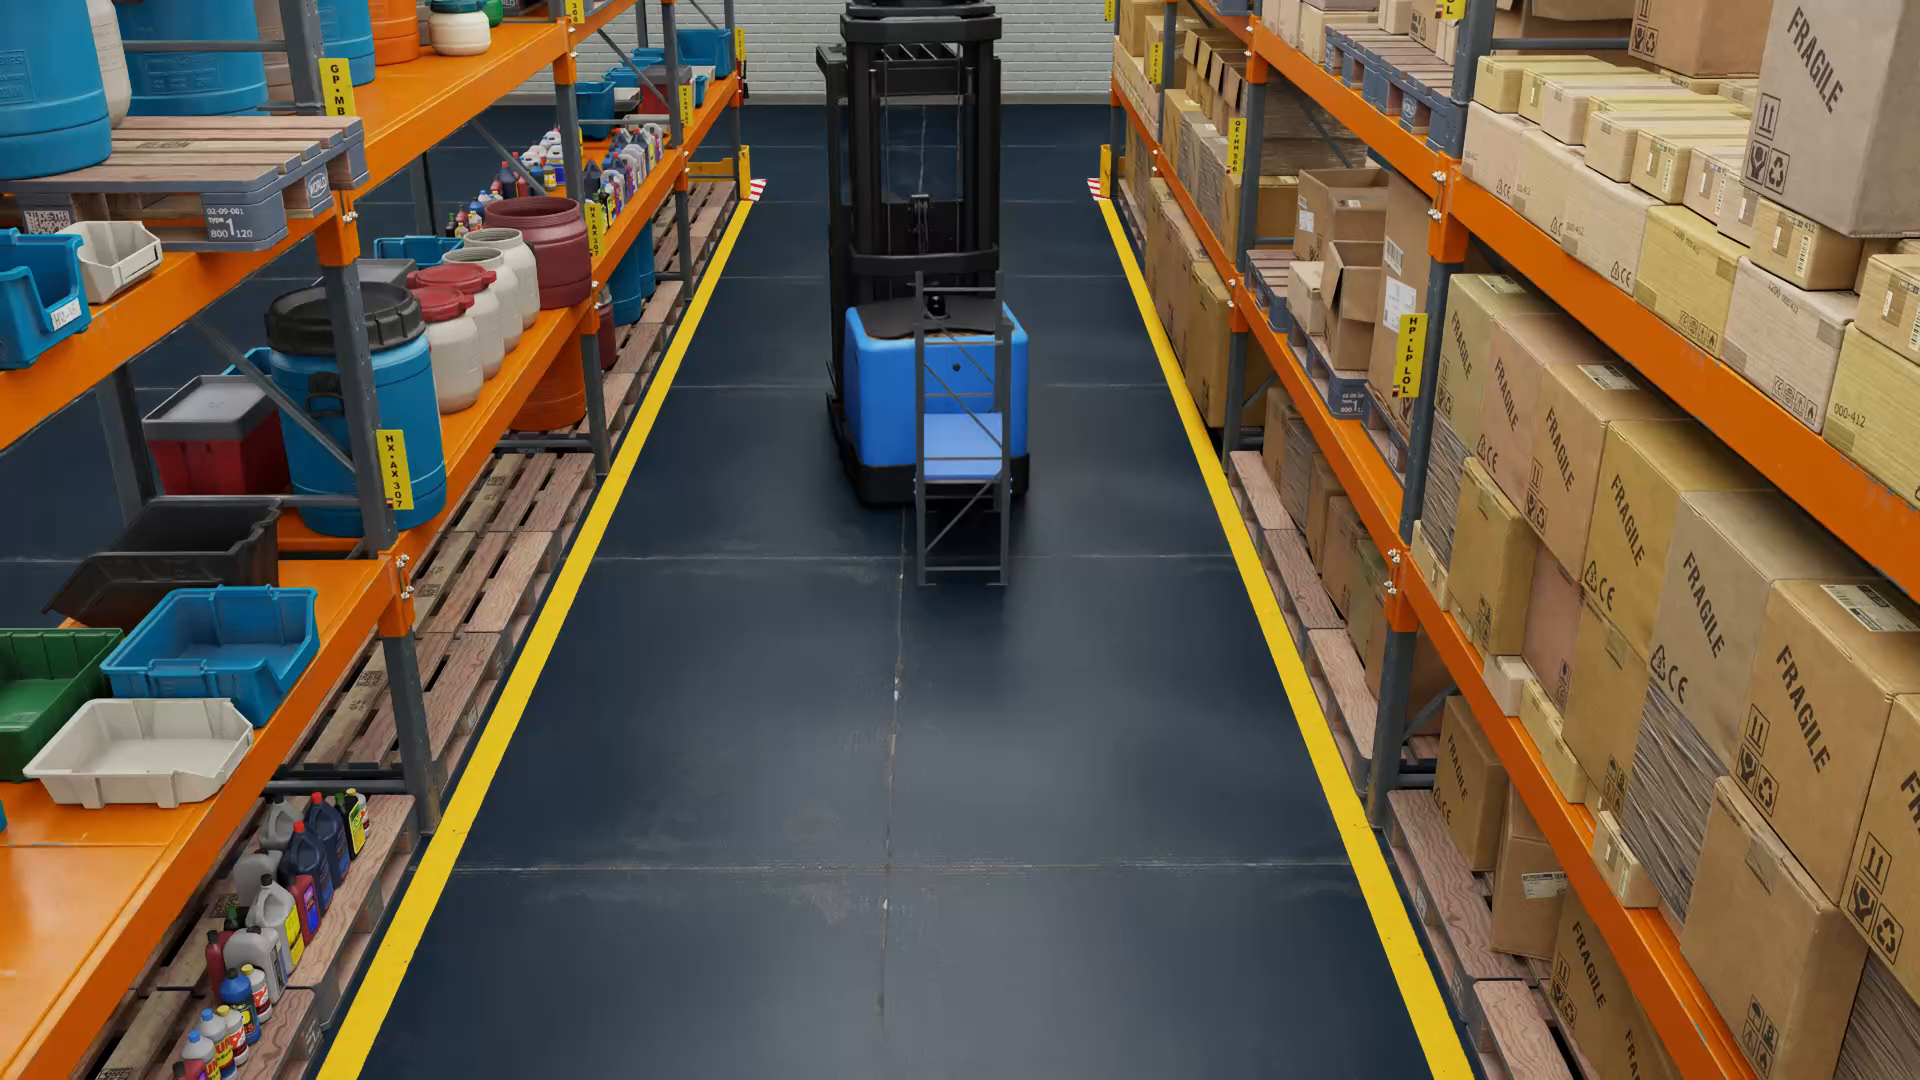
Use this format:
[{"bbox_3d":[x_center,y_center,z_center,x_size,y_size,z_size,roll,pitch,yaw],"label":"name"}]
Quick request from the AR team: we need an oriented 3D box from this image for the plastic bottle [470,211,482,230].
[{"bbox_3d":[-3.174,-2.049,10.882,0.097,0.201,0.097,0,24,0],"label":"plastic bottle"}]

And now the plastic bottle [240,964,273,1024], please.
[{"bbox_3d":[-2.386,1.523,5.605,0.097,0.201,0.097,0,24,0],"label":"plastic bottle"}]

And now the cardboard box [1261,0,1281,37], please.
[{"bbox_3d":[1.947,-2.918,9.103,0.500,0.250,0.500,0,24,0],"label":"cardboard box"}]

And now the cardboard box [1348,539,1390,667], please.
[{"bbox_3d":[2.268,0.323,7.896,0.700,0.500,0.500,0,24,-1],"label":"cardboard box"}]

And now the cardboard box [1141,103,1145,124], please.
[{"bbox_3d":[1.813,-3.790,14.795,0.380,0.149,0.250,0,24,0],"label":"cardboard box"}]

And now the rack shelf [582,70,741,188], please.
[{"bbox_3d":[-2.822,-3.937,15.687,1.077,0.370,4.000,0,24,-1],"label":"rack shelf"}]

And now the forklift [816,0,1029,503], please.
[{"bbox_3d":[-0.330,-2.136,10.915,1.130,2.935,3.031,-4,25,-9],"label":"forklift"}]

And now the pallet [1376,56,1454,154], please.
[{"bbox_3d":[2.339,-1.702,6.461,1.213,0.211,1.003,0,24,-1],"label":"pallet"}]

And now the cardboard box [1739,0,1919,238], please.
[{"bbox_3d":[2.013,-0.931,3.439,0.500,0.500,0.500,0,24,-1],"label":"cardboard box"}]

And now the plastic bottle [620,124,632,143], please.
[{"bbox_3d":[-2.607,-3.040,12.891,0.144,0.351,0.185,0,24,-1],"label":"plastic bottle"}]

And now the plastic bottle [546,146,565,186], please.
[{"bbox_3d":[-3.014,-2.810,12.474,0.152,0.276,0.135,0,24,-1],"label":"plastic bottle"}]

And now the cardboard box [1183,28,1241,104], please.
[{"bbox_3d":[2.167,-3.702,12.957,0.797,0.503,0.637,-1,24,-2],"label":"cardboard box"}]

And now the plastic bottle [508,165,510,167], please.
[{"bbox_3d":[-3.204,-2.506,11.792,0.061,0.283,0.133,0,24,-1],"label":"plastic bottle"}]

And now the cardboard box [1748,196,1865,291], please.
[{"bbox_3d":[1.961,-0.647,3.599,0.380,0.149,0.250,-1,24,-3],"label":"cardboard box"}]

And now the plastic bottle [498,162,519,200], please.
[{"bbox_3d":[-3.160,-2.471,11.633,0.144,0.351,0.185,0,24,-1],"label":"plastic bottle"}]

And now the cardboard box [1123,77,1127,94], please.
[{"bbox_3d":[1.796,-4.425,16.199,0.380,0.149,0.250,-1,24,-2],"label":"cardboard box"}]

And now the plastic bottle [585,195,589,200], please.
[{"bbox_3d":[-2.478,-2.151,11.023,0.097,0.271,0.097,0,24,0],"label":"plastic bottle"}]

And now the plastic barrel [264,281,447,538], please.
[{"bbox_3d":[-2.414,-0.533,6.679,0.600,0.901,0.708,0,24,-1],"label":"plastic barrel"}]

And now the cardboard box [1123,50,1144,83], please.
[{"bbox_3d":[1.858,-4.558,16.008,0.500,0.250,0.500,-1,24,-2],"label":"cardboard box"}]

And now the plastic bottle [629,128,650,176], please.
[{"bbox_3d":[-2.461,-2.964,12.724,0.144,0.351,0.185,0,24,-1],"label":"plastic bottle"}]

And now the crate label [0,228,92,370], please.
[{"bbox_3d":[-2.360,-0.567,3.905,0.502,0.251,0.408,0,24,-1],"label":"crate label"}]

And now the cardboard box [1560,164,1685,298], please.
[{"bbox_3d":[1.994,-0.855,4.542,0.500,0.250,0.500,-1,24,-3],"label":"cardboard box"}]

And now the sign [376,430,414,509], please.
[{"bbox_3d":[-2.163,-0.268,6.366,0.100,0.325,0.005,0,24,-1],"label":"sign"}]

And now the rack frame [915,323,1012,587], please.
[{"bbox_3d":[0.016,-0.432,8.885,0.500,1.500,0.032,0,24,-1],"label":"rack frame"}]

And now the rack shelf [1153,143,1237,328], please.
[{"bbox_3d":[2.174,-2.311,12.092,1.077,0.370,4.000,0,24,-1],"label":"rack shelf"}]

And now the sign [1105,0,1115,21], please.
[{"bbox_3d":[1.554,-5.541,17.215,0.100,0.325,0.005,0,24,-1],"label":"sign"}]

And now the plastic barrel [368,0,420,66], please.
[{"bbox_3d":[-2.958,-2.745,8.019,0.600,0.830,0.708,0,24,-1],"label":"plastic barrel"}]

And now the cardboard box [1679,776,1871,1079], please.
[{"bbox_3d":[2.179,0.869,3.706,0.875,0.500,0.500,0,24,-1],"label":"cardboard box"}]

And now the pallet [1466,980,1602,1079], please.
[{"bbox_3d":[2.298,1.885,5.326,1.003,0.211,1.213,0,24,-1],"label":"pallet"}]

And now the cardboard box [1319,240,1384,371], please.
[{"bbox_3d":[2.128,-1.118,7.948,0.797,0.503,0.637,2,24,5],"label":"cardboard box"}]

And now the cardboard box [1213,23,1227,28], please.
[{"bbox_3d":[2.403,-4.070,14.020,0.500,0.500,0.500,0,24,-1],"label":"cardboard box"}]

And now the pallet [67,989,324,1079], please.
[{"bbox_3d":[-2.731,1.908,5.276,1.003,0.211,1.213,0,24,-1],"label":"pallet"}]

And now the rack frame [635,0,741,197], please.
[{"bbox_3d":[-2.844,-5.088,17.361,1.000,3.000,0.127,0,24,-1],"label":"rack frame"}]

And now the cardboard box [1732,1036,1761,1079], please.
[{"bbox_3d":[2.030,1.171,3.825,0.380,0.149,0.250,0,24,-1],"label":"cardboard box"}]

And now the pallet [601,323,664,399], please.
[{"bbox_3d":[-2.817,-1.348,12.473,1.003,0.211,1.213,0,24,-1],"label":"pallet"}]

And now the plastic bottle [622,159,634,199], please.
[{"bbox_3d":[-2.411,-2.622,12.048,0.061,0.283,0.133,0,24,-1],"label":"plastic bottle"}]

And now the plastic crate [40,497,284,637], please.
[{"bbox_3d":[-2.835,0.101,5.962,0.767,0.338,0.504,0,24,-1],"label":"plastic crate"}]

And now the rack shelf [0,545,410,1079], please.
[{"bbox_3d":[-2.691,1.008,4.754,1.077,0.370,4.000,0,24,-1],"label":"rack shelf"}]

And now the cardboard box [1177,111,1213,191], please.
[{"bbox_3d":[1.919,-2.904,12.410,0.500,0.500,0.500,-1,24,-2],"label":"cardboard box"}]

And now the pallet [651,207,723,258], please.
[{"bbox_3d":[-2.863,-2.976,16.075,1.003,0.211,1.213,0,24,-1],"label":"pallet"}]

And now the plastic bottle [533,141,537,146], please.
[{"bbox_3d":[-3.213,-2.868,12.593,0.061,0.283,0.133,0,24,-1],"label":"plastic bottle"}]

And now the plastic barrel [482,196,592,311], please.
[{"bbox_3d":[-2.449,-1.664,9.624,0.600,0.536,0.708,0,24,-1],"label":"plastic barrel"}]

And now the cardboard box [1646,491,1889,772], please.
[{"bbox_3d":[2.016,0.208,3.954,0.500,0.500,0.500,0,24,-1],"label":"cardboard box"}]

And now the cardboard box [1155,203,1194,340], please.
[{"bbox_3d":[2.190,-2.054,12.720,1.225,0.875,0.875,-1,24,-2],"label":"cardboard box"}]

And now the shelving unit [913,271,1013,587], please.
[{"bbox_3d":[0.006,-0.641,9.348,0.538,1.500,1.048,0,24,-1],"label":"shelving unit"}]

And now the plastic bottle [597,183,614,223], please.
[{"bbox_3d":[-2.421,-2.302,11.355,0.097,0.271,0.097,0,24,0],"label":"plastic bottle"}]

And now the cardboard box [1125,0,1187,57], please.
[{"bbox_3d":[1.861,-4.901,15.858,0.500,0.500,0.500,-1,24,-2],"label":"cardboard box"}]

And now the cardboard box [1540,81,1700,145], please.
[{"bbox_3d":[1.988,-1.289,5.018,0.380,0.149,0.250,0,24,0],"label":"cardboard box"}]

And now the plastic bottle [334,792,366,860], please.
[{"bbox_3d":[-2.378,1.090,6.462,0.061,0.283,0.133,1,24,2],"label":"plastic bottle"}]

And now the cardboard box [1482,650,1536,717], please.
[{"bbox_3d":[1.935,0.451,5.419,0.380,0.149,0.250,0,24,-1],"label":"cardboard box"}]

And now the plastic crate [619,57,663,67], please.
[{"bbox_3d":[-3.163,-4.665,16.555,0.416,0.233,0.300,0,24,-1],"label":"plastic crate"}]

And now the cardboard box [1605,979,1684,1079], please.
[{"bbox_3d":[2.264,1.668,4.945,0.500,0.500,0.500,2,24,4],"label":"cardboard box"}]

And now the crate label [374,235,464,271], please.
[{"bbox_3d":[-3.016,-1.397,9.157,0.502,0.435,0.616,0,24,-1],"label":"crate label"}]
